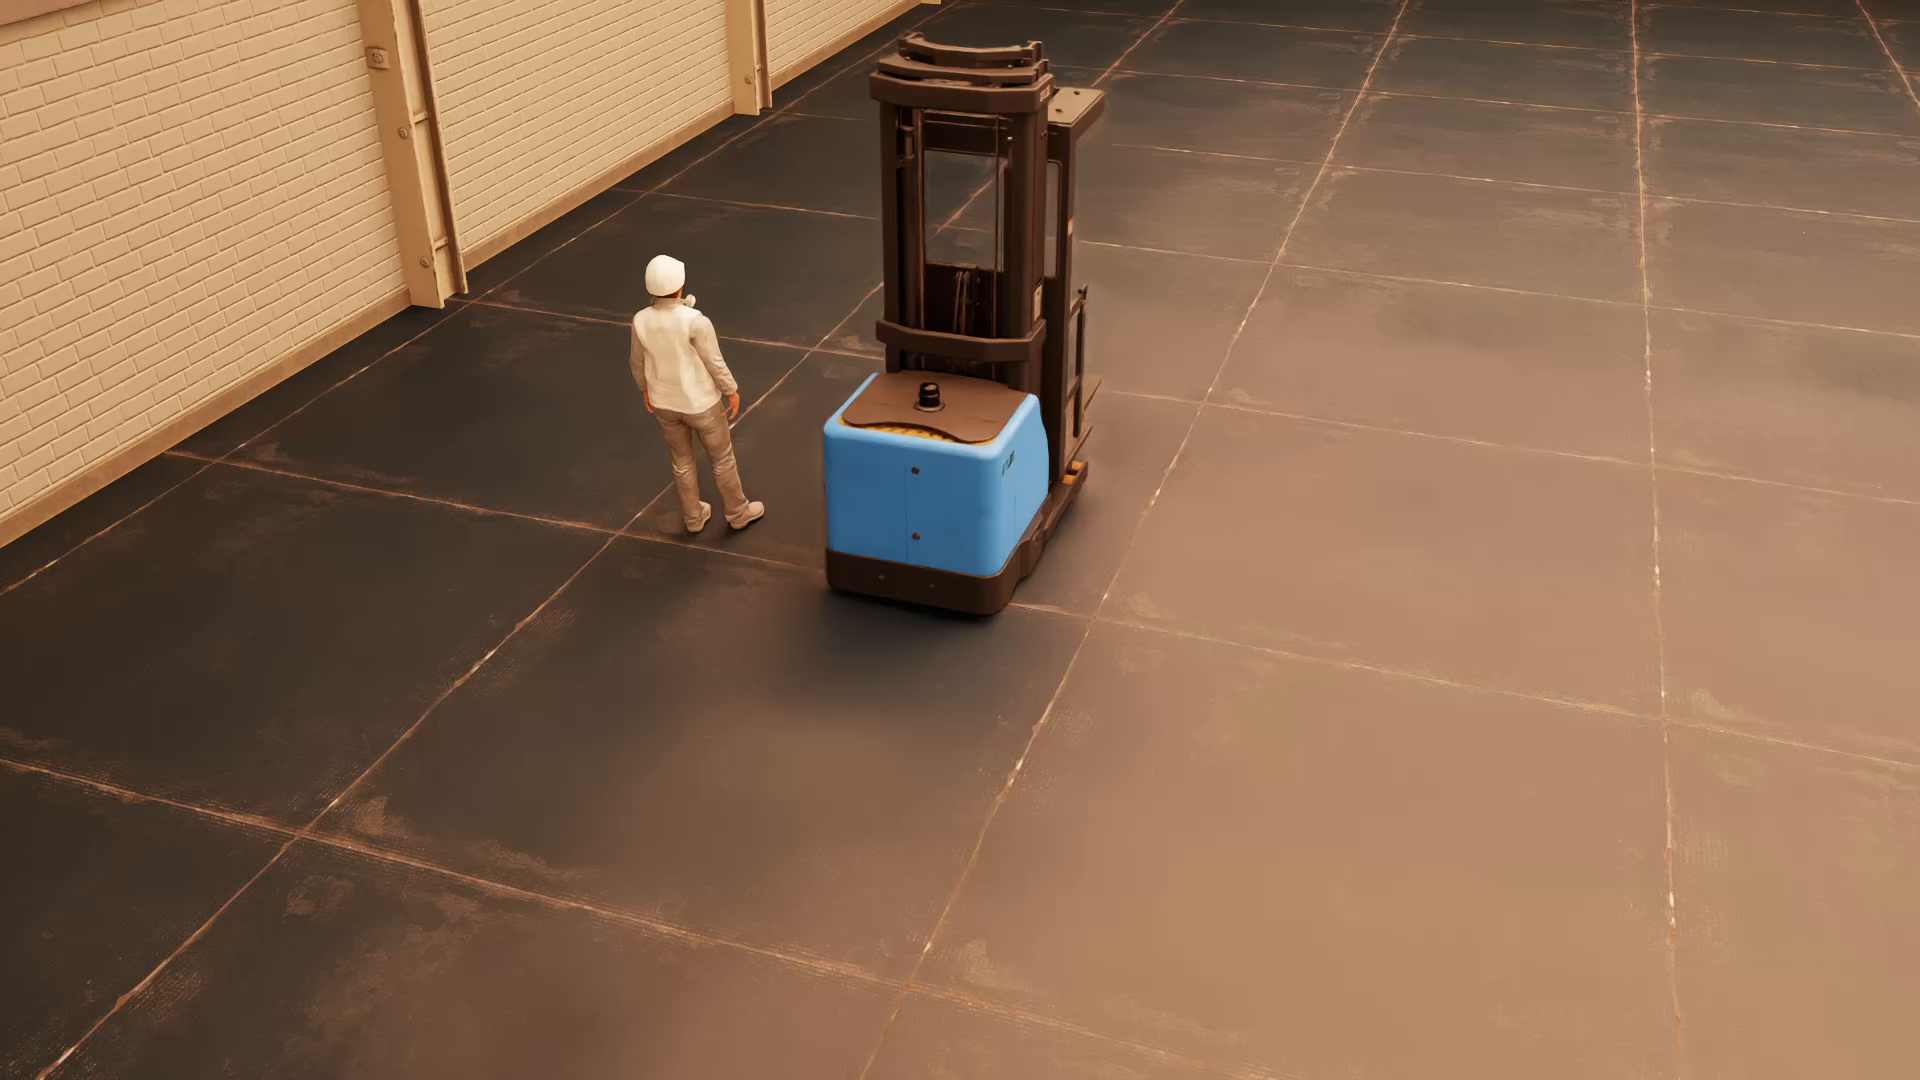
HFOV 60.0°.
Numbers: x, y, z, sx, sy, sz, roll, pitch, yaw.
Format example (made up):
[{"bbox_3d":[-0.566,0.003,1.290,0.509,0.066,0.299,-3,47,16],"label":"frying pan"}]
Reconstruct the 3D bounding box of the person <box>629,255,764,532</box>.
[{"bbox_3d":[-1.580,-0.870,9.817,0.633,1.773,0.567,8,31,14],"label":"person"}]

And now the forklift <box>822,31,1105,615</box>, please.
[{"bbox_3d":[0.187,-1.576,9.901,1.130,2.935,3.031,9,31,16],"label":"forklift"}]
